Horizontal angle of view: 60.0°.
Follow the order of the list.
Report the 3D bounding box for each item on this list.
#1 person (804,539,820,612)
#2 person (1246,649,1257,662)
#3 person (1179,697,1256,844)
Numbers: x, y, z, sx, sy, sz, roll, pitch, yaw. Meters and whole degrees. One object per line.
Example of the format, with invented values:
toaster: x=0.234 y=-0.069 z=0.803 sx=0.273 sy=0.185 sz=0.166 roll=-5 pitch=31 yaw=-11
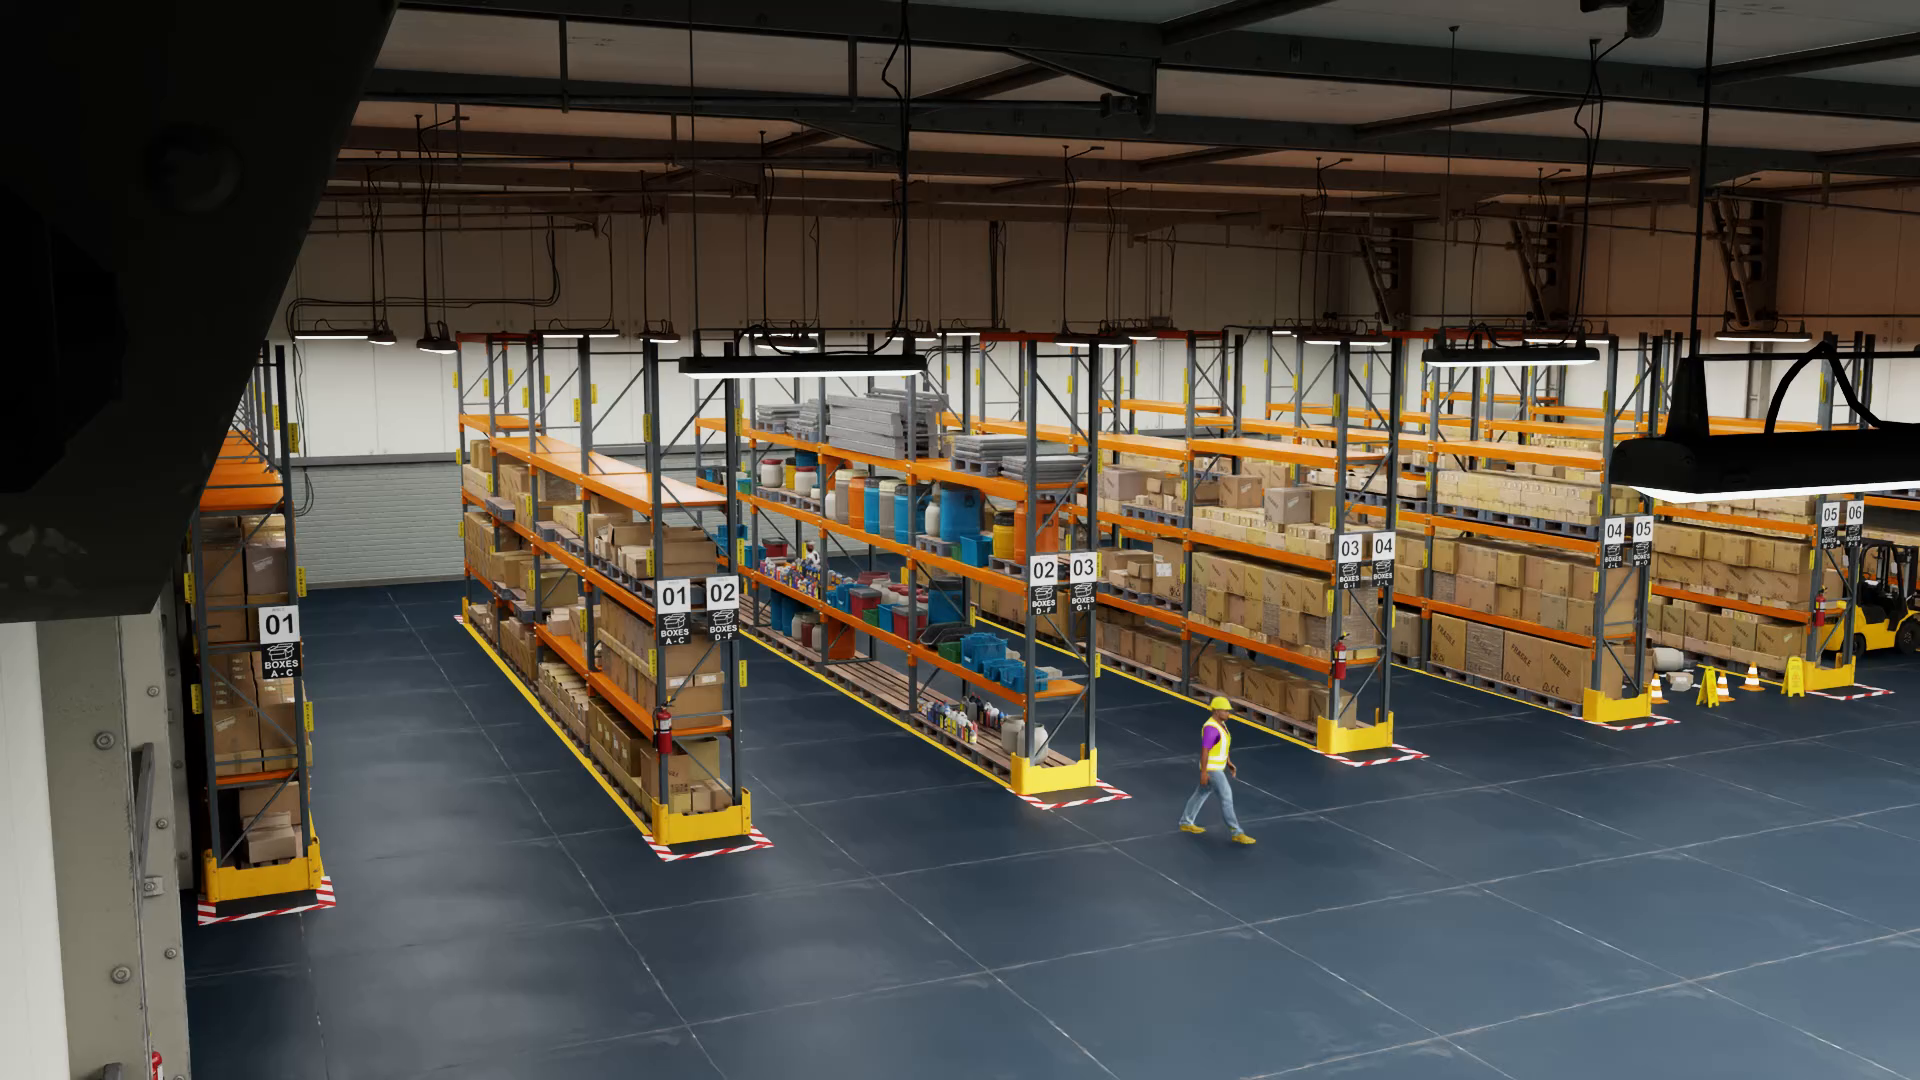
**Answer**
person: x=-3.154 y=0.760 z=35.273 sx=0.443 sy=1.617 sz=1.068 roll=-6 pitch=10 yaw=-39
person: x=5.319 y=1.548 z=29.940 sx=0.576 sy=1.541 sz=0.487 roll=-5 pitch=9 yaw=-31
person: x=3.135 y=2.746 z=20.134 sx=0.951 sy=1.718 sz=0.592 roll=2 pitch=8 yaw=12
